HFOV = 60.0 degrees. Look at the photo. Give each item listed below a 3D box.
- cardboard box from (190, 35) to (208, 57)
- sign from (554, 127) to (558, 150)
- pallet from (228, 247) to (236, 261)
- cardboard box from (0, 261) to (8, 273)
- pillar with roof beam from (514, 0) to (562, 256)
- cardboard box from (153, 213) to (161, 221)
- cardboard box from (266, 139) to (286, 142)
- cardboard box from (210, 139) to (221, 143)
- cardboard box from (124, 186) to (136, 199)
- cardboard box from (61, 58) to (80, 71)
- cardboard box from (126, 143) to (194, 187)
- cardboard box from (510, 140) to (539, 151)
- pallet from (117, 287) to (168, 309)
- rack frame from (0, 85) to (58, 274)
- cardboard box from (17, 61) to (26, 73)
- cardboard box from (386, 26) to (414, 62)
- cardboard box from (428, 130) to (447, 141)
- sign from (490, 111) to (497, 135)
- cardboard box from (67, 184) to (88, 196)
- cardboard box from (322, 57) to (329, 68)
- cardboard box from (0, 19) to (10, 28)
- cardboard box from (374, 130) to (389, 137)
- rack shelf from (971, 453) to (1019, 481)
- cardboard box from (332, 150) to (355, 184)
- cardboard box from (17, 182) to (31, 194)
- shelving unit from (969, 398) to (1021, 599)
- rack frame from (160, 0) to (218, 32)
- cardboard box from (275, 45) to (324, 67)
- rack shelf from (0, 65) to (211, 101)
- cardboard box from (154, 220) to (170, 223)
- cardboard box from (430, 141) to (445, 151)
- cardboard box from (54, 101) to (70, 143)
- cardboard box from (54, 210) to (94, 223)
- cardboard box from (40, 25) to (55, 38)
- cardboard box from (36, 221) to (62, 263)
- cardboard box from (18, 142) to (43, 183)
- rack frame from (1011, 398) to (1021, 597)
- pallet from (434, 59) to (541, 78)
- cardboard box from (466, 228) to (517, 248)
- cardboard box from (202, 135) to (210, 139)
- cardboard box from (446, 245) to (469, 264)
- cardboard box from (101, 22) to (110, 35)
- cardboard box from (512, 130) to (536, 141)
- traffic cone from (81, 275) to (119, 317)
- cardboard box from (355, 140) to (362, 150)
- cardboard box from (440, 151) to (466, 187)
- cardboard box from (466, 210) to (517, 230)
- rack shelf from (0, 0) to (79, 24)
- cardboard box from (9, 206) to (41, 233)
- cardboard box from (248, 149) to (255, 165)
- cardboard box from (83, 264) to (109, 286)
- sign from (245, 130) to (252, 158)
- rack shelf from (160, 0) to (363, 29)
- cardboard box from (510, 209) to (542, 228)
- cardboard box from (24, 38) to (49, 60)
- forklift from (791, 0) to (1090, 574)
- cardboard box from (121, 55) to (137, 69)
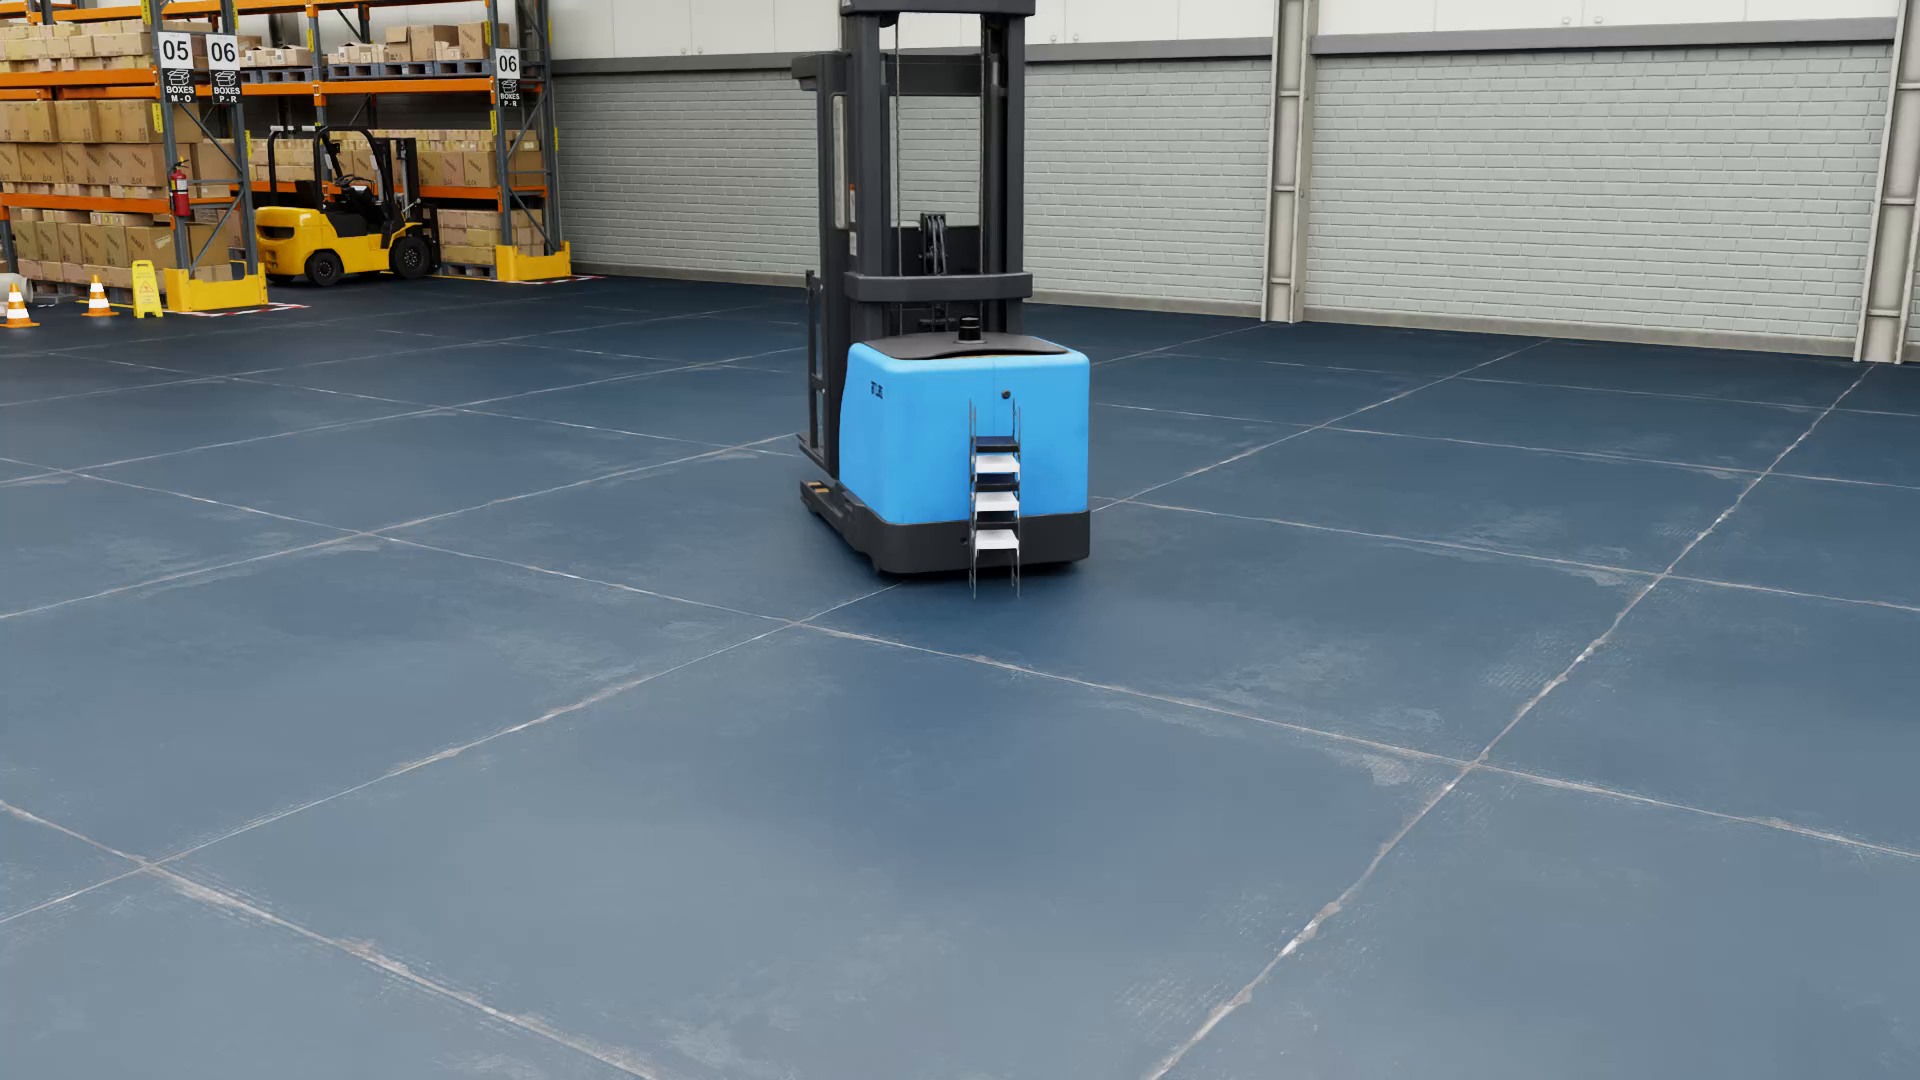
[{"bbox_3d":[-9.259,-5.941,20.032,0.500,0.250,0.500,9,16,32],"label":"cardboard box"},{"bbox_3d":[-5.909,-5.852,24.254,0.005,0.325,0.100,9,17,33],"label":"sign"},{"bbox_3d":[-12.200,-4.884,28.115,1.213,0.211,1.003,9,17,33],"label":"pallet"},{"bbox_3d":[-12.180,-3.202,20.714,0.500,0.500,0.500,-4,14,-16],"label":"cardboard box"},{"bbox_3d":[-8.701,-7.610,20.838,0.400,9.000,9.100,9,17,33],"label":"pillar with roof beam"},{"bbox_3d":[-13.742,-5.430,28.843,0.500,0.500,0.500,9,16,32],"label":"cardboard box"},{"bbox_3d":[-10.823,-6.315,26.535,0.250,0.149,0.380,9,16,31],"label":"cardboard box"},{"bbox_3d":[-12.088,-6.521,27.364,0.250,0.149,0.380,9,17,33],"label":"cardboard box"},{"bbox_3d":[-9.893,-4.229,20.188,0.250,0.149,0.380,9,16,32],"label":"cardboard box"},{"bbox_3d":[-10.742,-5.816,20.357,0.250,0.149,0.380,9,16,32],"label":"cardboard box"},{"bbox_3d":[-9.595,-4.504,19.948,0.500,0.500,0.500,9,16,32],"label":"cardboard box"},{"bbox_3d":[-6.360,-5.744,24.226,0.250,0.149,0.380,9,16,31],"label":"cardboard box"},{"bbox_3d":[-9.708,-3.066,20.768,1.213,0.211,1.003,9,17,33],"label":"pallet"},{"bbox_3d":[-12.310,-4.829,22.090,0.127,3.000,1.000,9,17,33],"label":"rack frame"},{"bbox_3d":[-11.735,-6.015,21.161,0.250,0.149,0.380,9,17,33],"label":"cardboard box"},{"bbox_3d":[-7.985,-7.296,24.515,0.637,0.503,0.797,10,17,35],"label":"cardboard box"},{"bbox_3d":[-7.536,-5.915,24.297,0.250,0.149,0.380,10,17,34],"label":"cardboard box"},{"bbox_3d":[-6.538,-5.854,23.326,0.005,0.325,0.100,9,17,33],"label":"sign"},{"bbox_3d":[-10.947,-4.400,20.877,0.250,0.149,0.380,9,17,33],"label":"cardboard box"},{"bbox_3d":[-10.137,-7.559,26.316,0.250,0.149,0.380,9,17,33],"label":"cardboard box"},{"bbox_3d":[-12.862,-6.712,21.849,0.500,0.250,0.500,10,17,34],"label":"cardboard box"},{"bbox_3d":[-8.573,-6.092,25.012,0.250,0.149,0.380,9,16,32],"label":"cardboard box"},{"bbox_3d":[0.160,-0.338,7.705,0.200,0.077,0.258,-1,14,-5],"label":"rack shelf"},{"bbox_3d":[-9.320,-5.757,25.628,0.500,0.500,0.500,9,16,31],"label":"cardboard box"},{"bbox_3d":[-11.989,-4.578,21.596,0.250,0.149,0.380,10,17,34],"label":"cardboard box"},{"bbox_3d":[0.160,-0.196,7.740,0.210,0.900,0.258,-1,14,-5],"label":"shelving unit"},{"bbox_3d":[-12.862,-9.268,27.536,0.127,3.000,1.000,9,17,33],"label":"rack frame"},{"bbox_3d":[-10.279,-7.533,25.874,0.500,0.311,0.500,9,16,31],"label":"cardboard box"},{"bbox_3d":[-10.650,-5.668,20.733,4.000,0.370,1.077,9,17,33],"label":"rack shelf"},{"bbox_3d":[-10.374,-3.831,21.343,0.500,0.500,0.500,10,17,34],"label":"cardboard box"},{"bbox_3d":[-7.525,-5.775,24.350,0.250,0.149,0.380,9,16,31],"label":"cardboard box"},{"bbox_3d":[-10.769,-5.208,20.712,0.500,0.500,0.700,9,17,32],"label":"cardboard box"},{"bbox_3d":[-11.248,-4.112,21.129,0.250,0.149,0.380,10,17,36],"label":"cardboard box"},{"bbox_3d":[-11.119,-6.280,20.569,0.250,0.149,0.380,9,16,32],"label":"cardboard box"},{"bbox_3d":[-11.520,-3.860,21.462,0.500,0.500,0.500,10,17,35],"label":"cardboard box"},{"bbox_3d":[-11.671,-4.845,21.326,0.500,0.500,0.500,9,17,33],"label":"cardboard box"},{"bbox_3d":[0.261,-0.198,7.750,0.006,0.900,0.240,-1,14,-5],"label":"rack frame"},{"bbox_3d":[-6.796,-6.796,23.977,1.213,0.211,1.003,9,17,33],"label":"pallet"},{"bbox_3d":[-6.802,-4.398,24.155,0.500,0.250,0.500,9,16,32],"label":"cardboard box"},{"bbox_3d":[-13.202,-6.709,28.600,0.500,0.500,0.500,10,17,35],"label":"cardboard box"},{"bbox_3d":[-7.197,-4.221,24.480,0.500,0.250,0.500,9,17,33],"label":"cardboard box"},{"bbox_3d":[-10.032,-6.118,19.916,0.250,0.149,0.380,9,17,33],"label":"cardboard box"},{"bbox_3d":[-6.383,-5.879,24.152,0.250,0.149,0.380,9,16,32],"label":"cardboard box"},{"bbox_3d":[-10.068,-2.862,19.422,0.334,0.463,0.336,9,17,33],"label":"traffic cone"},{"bbox_3d":[-8.978,-6.024,25.358,0.250,0.149,0.380,9,17,33],"label":"cardboard box"},{"bbox_3d":[-7.204,-5.417,24.255,0.500,0.500,0.500,10,17,35],"label":"cardboard box"},{"bbox_3d":[-6.780,-4.637,24.081,0.500,0.250,0.500,10,17,35],"label":"cardboard box"},{"bbox_3d":[-17.840,-9.722,30.874,4.000,0.370,1.077,9,17,33],"label":"rack shelf"},{"bbox_3d":[-17.496,-6.057,31.377,0.500,0.500,0.700,8,16,31],"label":"cardboard box"},{"bbox_3d":[-11.353,-6.213,26.951,0.500,0.250,0.500,9,17,34],"label":"cardboard box"},{"bbox_3d":[-10.674,-3.357,20.990,0.500,0.250,0.500,8,16,31],"label":"cardboard box"},{"bbox_3d":[-8.688,-4.821,20.256,0.005,0.325,0.100,9,17,33],"label":"sign"},{"bbox_3d":[-11.202,-8.457,26.587,4.000,0.370,1.077,9,17,33],"label":"rack shelf"},{"bbox_3d":[-6.517,-4.740,24.496,0.500,0.250,0.500,9,16,32],"label":"cardboard box"},{"bbox_3d":[-11.256,-6.106,20.700,0.500,0.250,0.500,9,17,33],"label":"cardboard box"},{"bbox_3d":[-0.280,-1.571,9.071,1.130,2.935,3.031,-4,15,-17],"label":"forklift"},{"bbox_3d":[-9.668,-5.646,19.669,0.250,0.149,0.380,9,17,33],"label":"cardboard box"}]
